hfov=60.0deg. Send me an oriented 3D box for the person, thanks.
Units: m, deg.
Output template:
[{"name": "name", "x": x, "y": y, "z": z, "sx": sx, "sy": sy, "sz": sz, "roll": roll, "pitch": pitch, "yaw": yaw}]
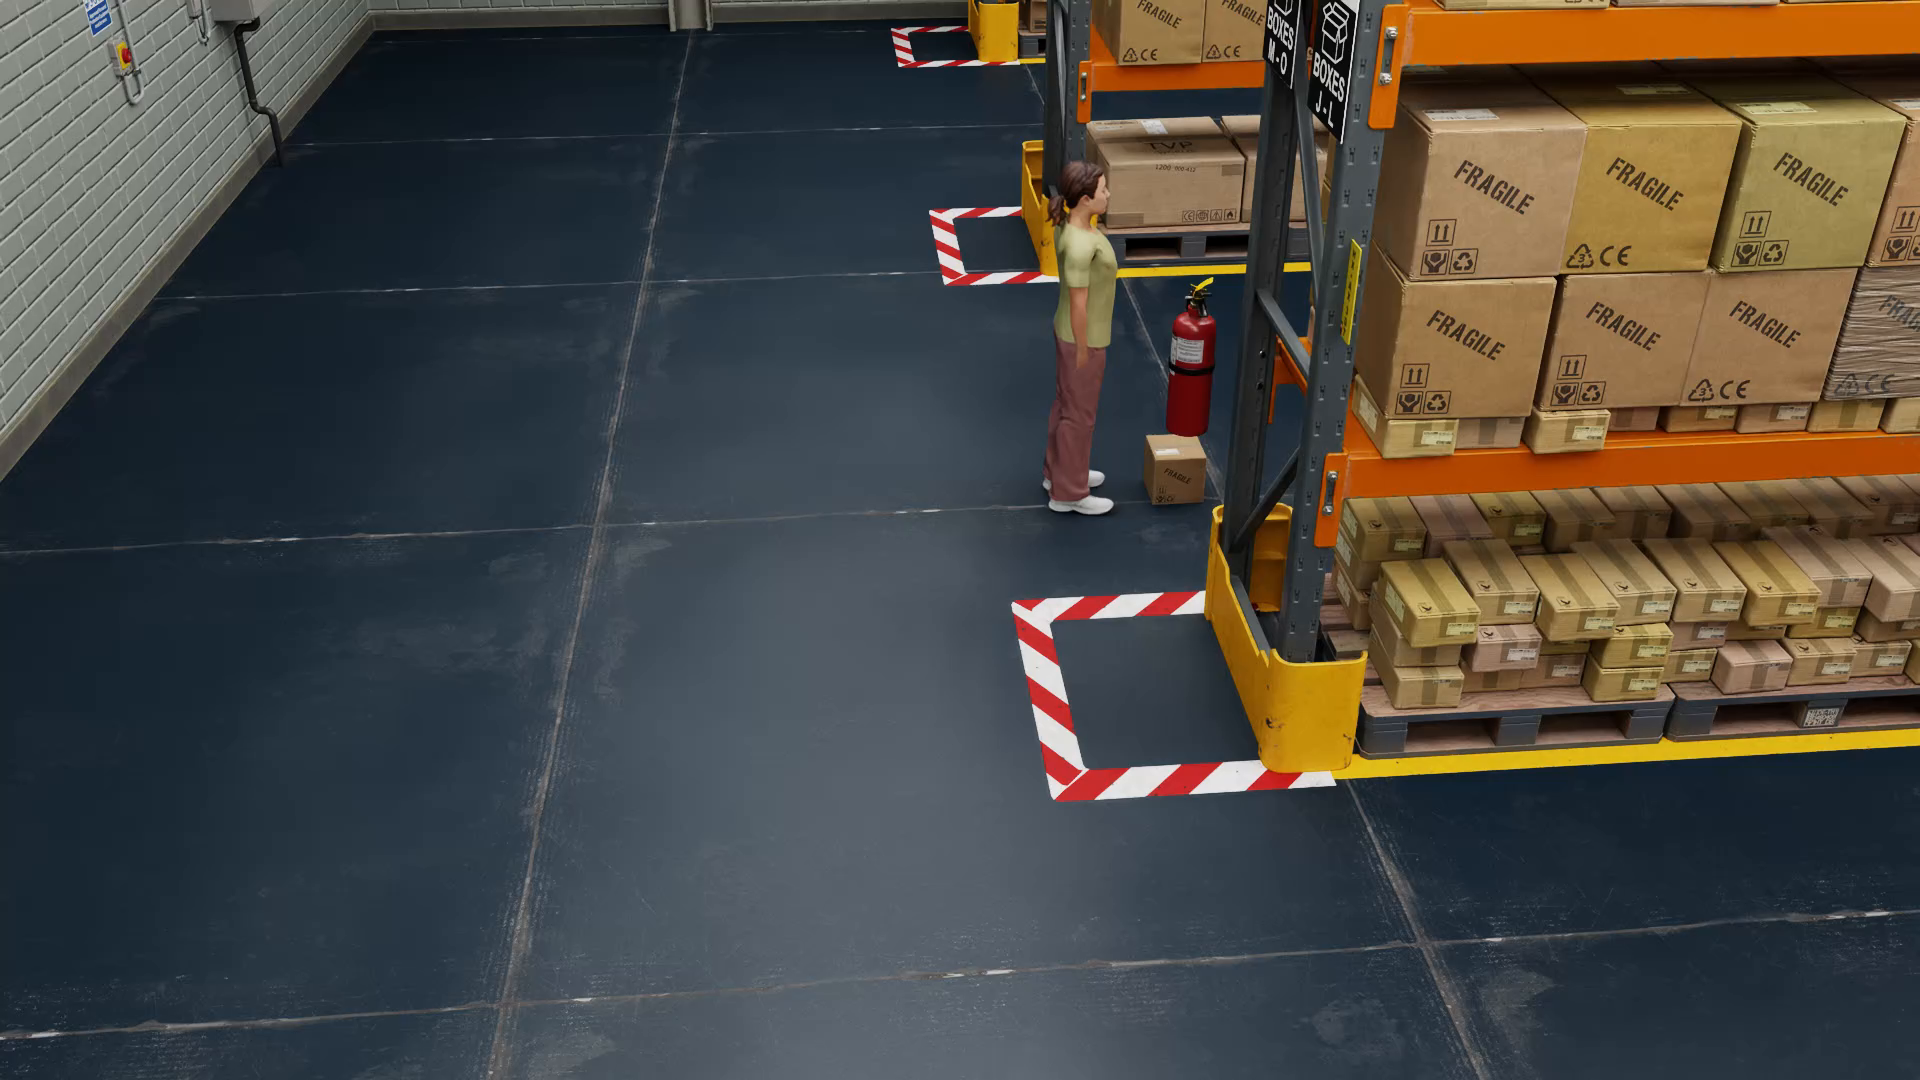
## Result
[{"name": "person", "x": 0.554, "y": -0.924, "z": 7.683, "sx": 0.341, "sy": 1.656, "sz": 0.440, "roll": -2, "pitch": 31, "yaw": -3}]
